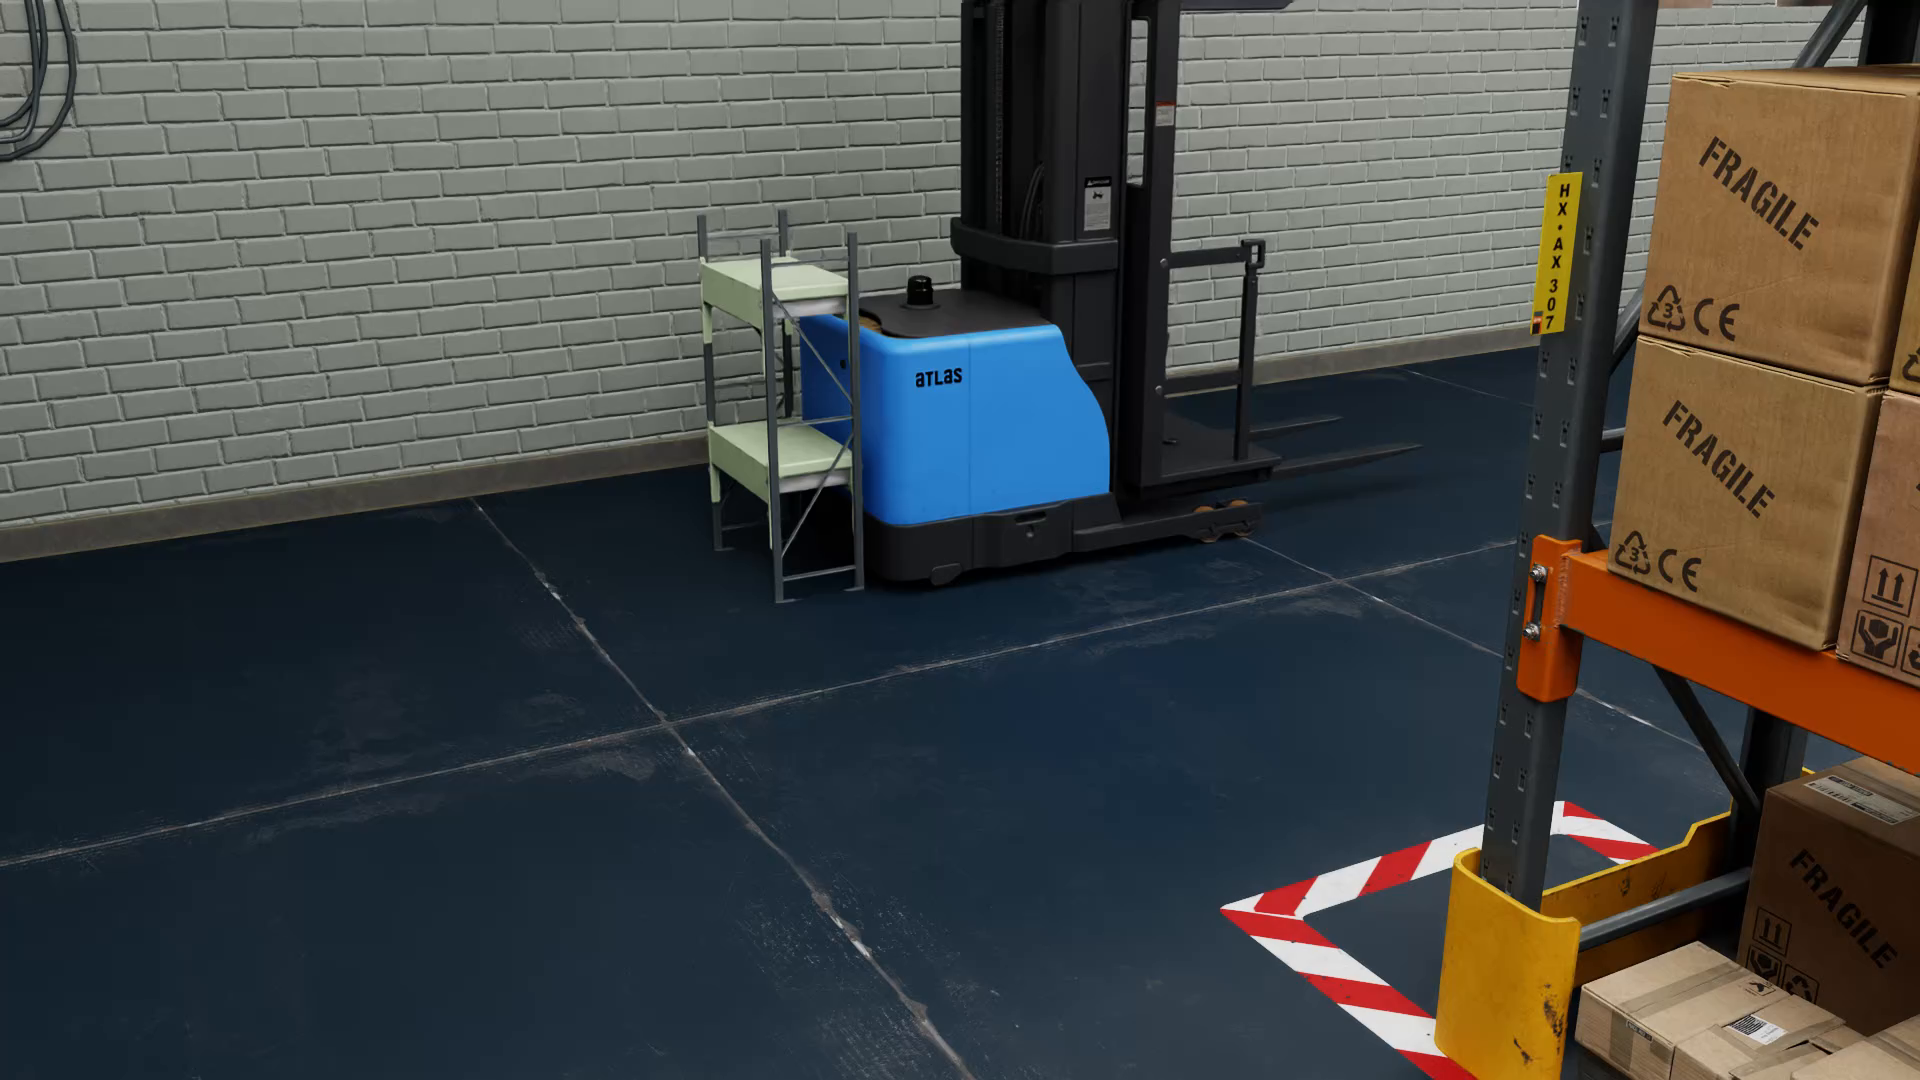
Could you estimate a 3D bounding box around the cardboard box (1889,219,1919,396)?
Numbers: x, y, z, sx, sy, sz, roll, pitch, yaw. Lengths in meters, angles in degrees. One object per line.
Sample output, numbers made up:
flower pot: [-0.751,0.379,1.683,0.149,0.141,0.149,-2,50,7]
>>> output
cardboard box: [1.931,-0.461,2.683,0.500,0.500,0.500,-10,21,-26]

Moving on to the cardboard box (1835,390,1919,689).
cardboard box: [1.925,0.010,2.850,0.500,0.500,0.500,-10,22,-27]

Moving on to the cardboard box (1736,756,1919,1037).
cardboard box: [2.172,0.833,3.775,0.500,0.500,0.500,-10,21,-27]

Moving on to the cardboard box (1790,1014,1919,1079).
cardboard box: [1.943,1.177,3.162,0.500,0.250,0.500,-10,21,-27]

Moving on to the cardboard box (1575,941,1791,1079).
cardboard box: [1.594,1.055,3.672,0.380,0.149,0.250,-10,21,-27]

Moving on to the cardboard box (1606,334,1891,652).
cardboard box: [1.676,-0.137,3.277,0.500,0.500,0.500,-9,21,-26]

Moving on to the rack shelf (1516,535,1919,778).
rack shelf: [2.647,0.656,2.234,1.077,0.370,4.000,-10,21,-27]

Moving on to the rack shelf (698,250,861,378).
rack shelf: [-0.756,-0.948,6.883,0.431,0.370,0.720,-10,21,-26]

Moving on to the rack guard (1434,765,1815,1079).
rack guard: [1.733,0.945,4.125,1.175,0.500,0.348,-10,21,-27]

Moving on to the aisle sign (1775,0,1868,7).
aisle sign: [1.934,-1.554,3.551,0.394,0.787,0.004,-10,21,-27]

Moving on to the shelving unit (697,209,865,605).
shelving unit: [-0.756,-0.579,7.010,0.431,1.500,0.755,-10,21,-26]

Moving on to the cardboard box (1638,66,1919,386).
cardboard box: [1.676,-0.610,3.114,0.500,0.500,0.500,-9,21,-25]

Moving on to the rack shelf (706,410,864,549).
rack shelf: [-0.756,-0.271,7.116,0.431,0.370,0.720,-10,21,-26]

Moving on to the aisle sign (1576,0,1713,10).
aisle sign: [1.406,-1.461,3.282,0.394,0.787,0.004,-10,21,-27]

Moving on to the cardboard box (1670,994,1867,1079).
cardboard box: [1.712,1.118,3.461,0.380,0.166,0.250,-10,21,-27]

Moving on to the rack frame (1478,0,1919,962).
rack frame: [1.697,-0.258,3.781,1.000,3.000,0.127,-10,21,-27]

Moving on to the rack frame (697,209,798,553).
rack frame: [-0.925,-0.685,7.316,0.400,1.500,0.023,-10,21,-26]

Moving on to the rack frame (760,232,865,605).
rack frame: [-0.586,-0.473,6.703,0.400,1.500,0.023,-10,21,-26]

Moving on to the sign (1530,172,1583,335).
sign: [1.220,-0.583,3.396,0.100,0.325,0.005,-10,21,-27]

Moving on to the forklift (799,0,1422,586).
forklift: [0.817,-1.514,7.525,3.031,2.935,1.130,-10,21,-26]

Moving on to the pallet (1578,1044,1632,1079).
pallet: [2.113,1.311,3.510,1.003,0.211,1.213,-10,21,-27]

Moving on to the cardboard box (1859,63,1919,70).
cardboard box: [2.150,-0.693,3.355,0.500,0.500,0.500,-10,22,-27]

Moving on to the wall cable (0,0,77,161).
wall cable: [-5.032,-2.537,5.948,3.097,2.526,0.112,-10,21,-27]
